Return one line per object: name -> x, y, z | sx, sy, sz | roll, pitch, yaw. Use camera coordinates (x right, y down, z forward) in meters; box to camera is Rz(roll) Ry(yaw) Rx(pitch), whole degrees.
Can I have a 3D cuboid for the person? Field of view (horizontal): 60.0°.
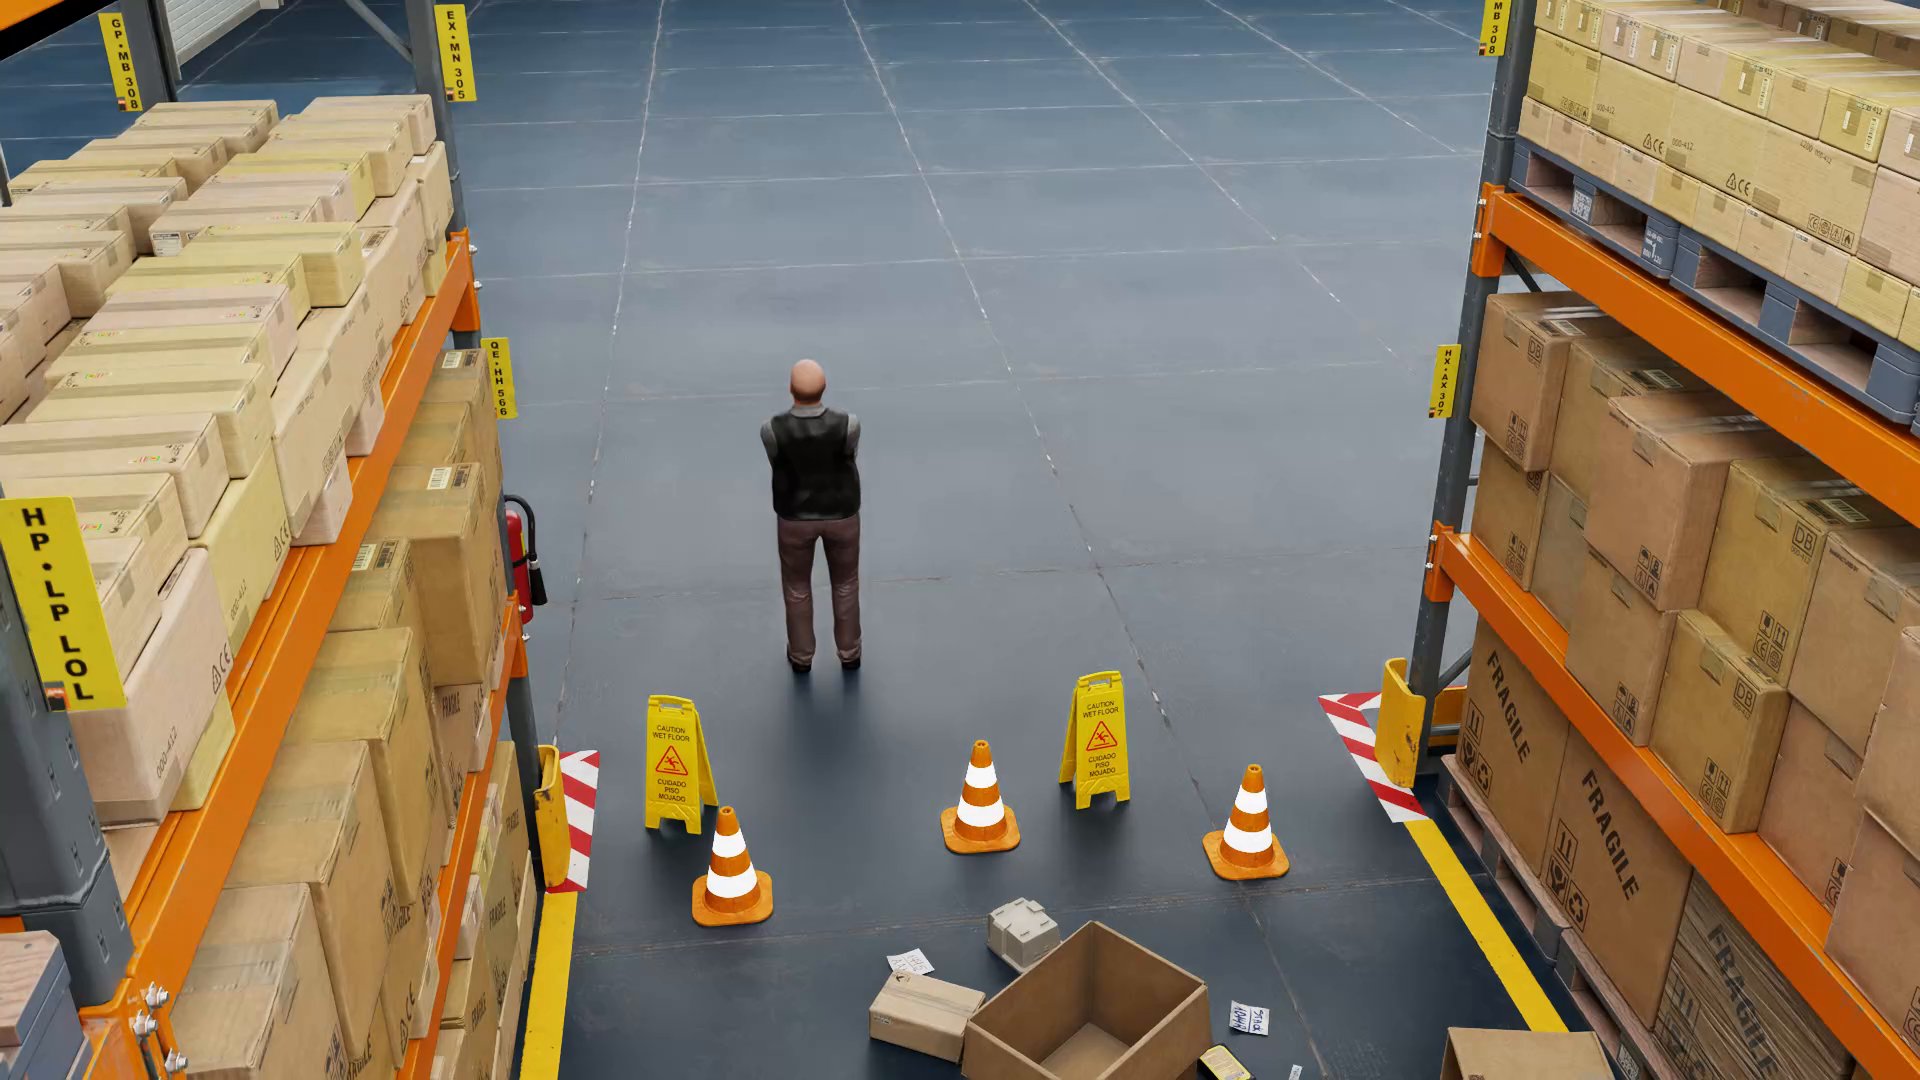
person -> -0.746, -0.160, 8.469 | 0.494, 1.712, 0.549 | -3, 27, -6
